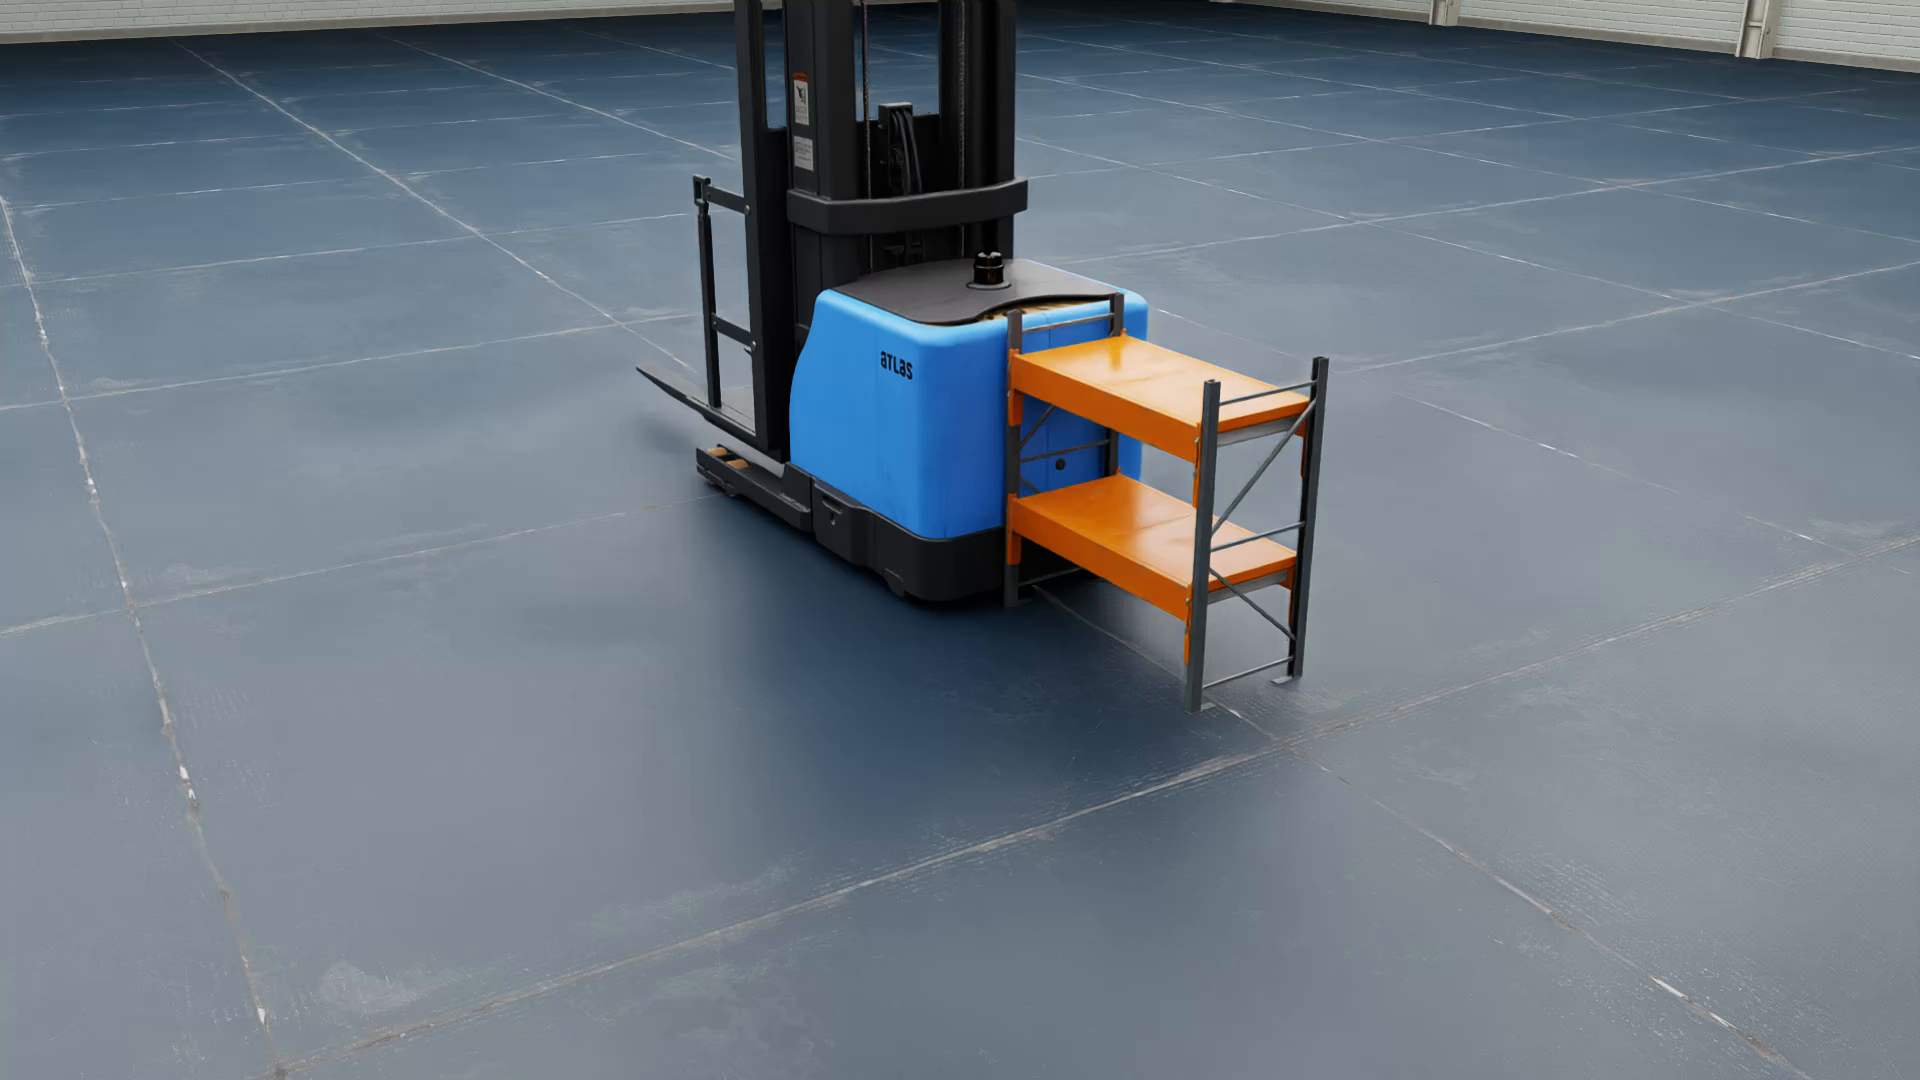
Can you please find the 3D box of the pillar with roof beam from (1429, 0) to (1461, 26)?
[{"bbox_3d":[4.625,-12.212,24.905,9.100,9.000,0.400,-13,25,-28],"label":"pillar with roof beam"}]

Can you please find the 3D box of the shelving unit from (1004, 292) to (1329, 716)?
[{"bbox_3d":[0.664,-0.165,5.722,0.538,1.125,1.048,-14,26,-31],"label":"shelving unit"}]

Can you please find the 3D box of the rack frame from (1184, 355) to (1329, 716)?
[{"bbox_3d":[0.948,-0.006,5.332,0.500,1.125,0.032,-14,26,-31],"label":"rack frame"}]

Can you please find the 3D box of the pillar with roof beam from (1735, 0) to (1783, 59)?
[{"bbox_3d":[7.689,-10.269,20.126,9.100,9.000,0.400,-13,25,-28],"label":"pillar with roof beam"}]

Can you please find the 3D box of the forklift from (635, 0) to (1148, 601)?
[{"bbox_3d":[-0.517,-1.634,6.939,1.130,2.935,3.031,-14,26,-31],"label":"forklift"}]

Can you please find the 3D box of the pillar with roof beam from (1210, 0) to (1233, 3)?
[{"bbox_3d":[1.560,-14.154,29.683,9.100,9.000,0.400,-13,25,-28],"label":"pillar with roof beam"}]

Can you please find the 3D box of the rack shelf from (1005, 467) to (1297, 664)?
[{"bbox_3d":[0.664,0.062,5.815,0.538,0.278,1.000,-14,26,-31],"label":"rack shelf"}]

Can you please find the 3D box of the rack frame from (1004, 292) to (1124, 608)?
[{"bbox_3d":[0.380,-0.323,6.113,0.500,1.125,0.032,-14,26,-31],"label":"rack frame"}]

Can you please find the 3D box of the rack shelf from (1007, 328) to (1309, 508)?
[{"bbox_3d":[0.664,-0.436,5.612,0.538,0.278,1.000,-14,26,-31],"label":"rack shelf"}]
